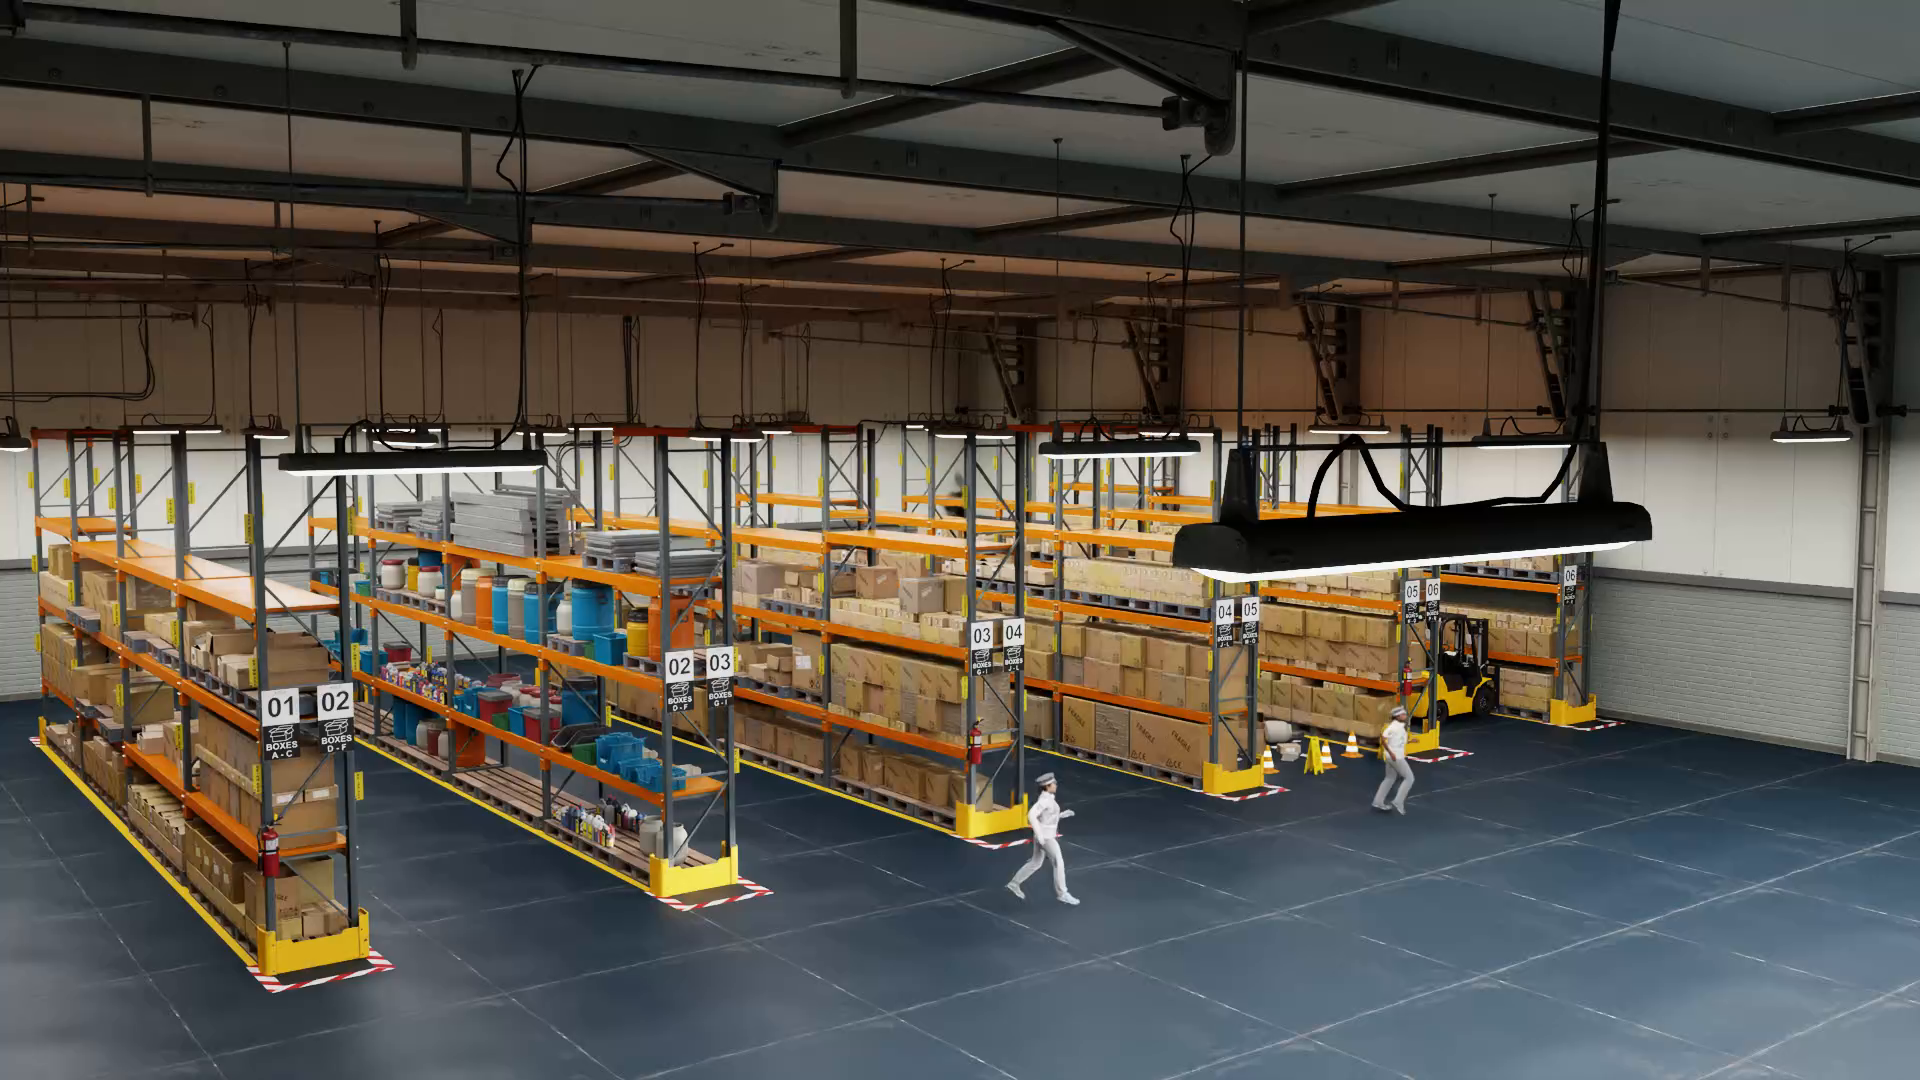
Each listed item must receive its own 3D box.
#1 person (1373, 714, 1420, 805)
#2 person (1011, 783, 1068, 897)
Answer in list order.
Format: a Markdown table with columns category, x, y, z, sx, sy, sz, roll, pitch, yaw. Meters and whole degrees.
| category | x | y | z | sx | sy | sz | roll | pitch | yaw |
| --- | --- | --- | --- | --- | --- | --- | --- | --- | --- |
| person | 6.867 | 3.395 | 26.137 | 0.704 | 1.541 | 0.546 | 1 | 5 | 10 |
| person | 1.008 | 3.767 | 21.167 | 0.737 | 1.563 | 0.582 | 0 | 4 | -4 |
